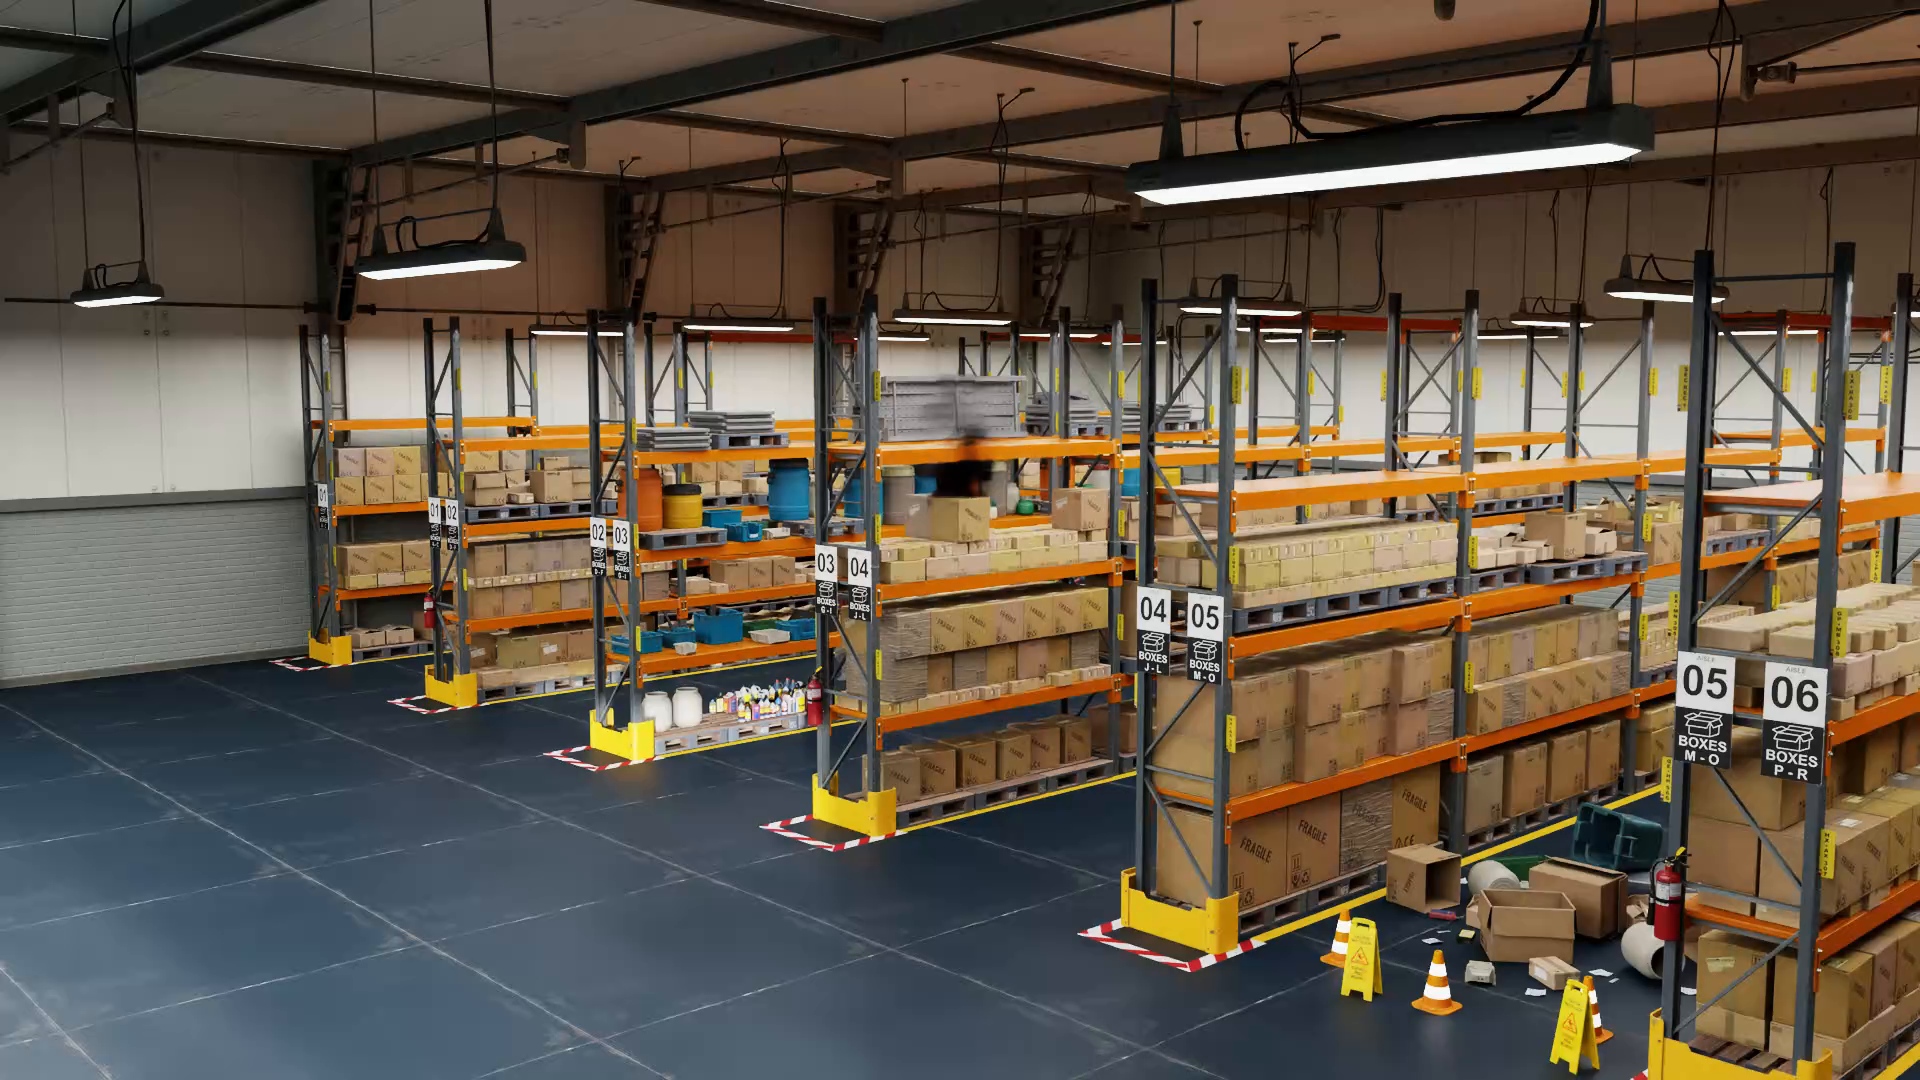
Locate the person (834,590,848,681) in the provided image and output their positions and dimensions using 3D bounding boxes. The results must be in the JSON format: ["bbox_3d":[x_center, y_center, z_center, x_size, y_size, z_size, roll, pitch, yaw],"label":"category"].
[{"bbox_3d":[-1.848,1.490,27.856,0.685,1.735,0.675,4,7,36],"label":"person"}]

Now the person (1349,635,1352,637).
[{"bbox_3d":[-11.090,0.621,16.125,16.968,5.894,31.560,5,8,41],"label":"person"}]
